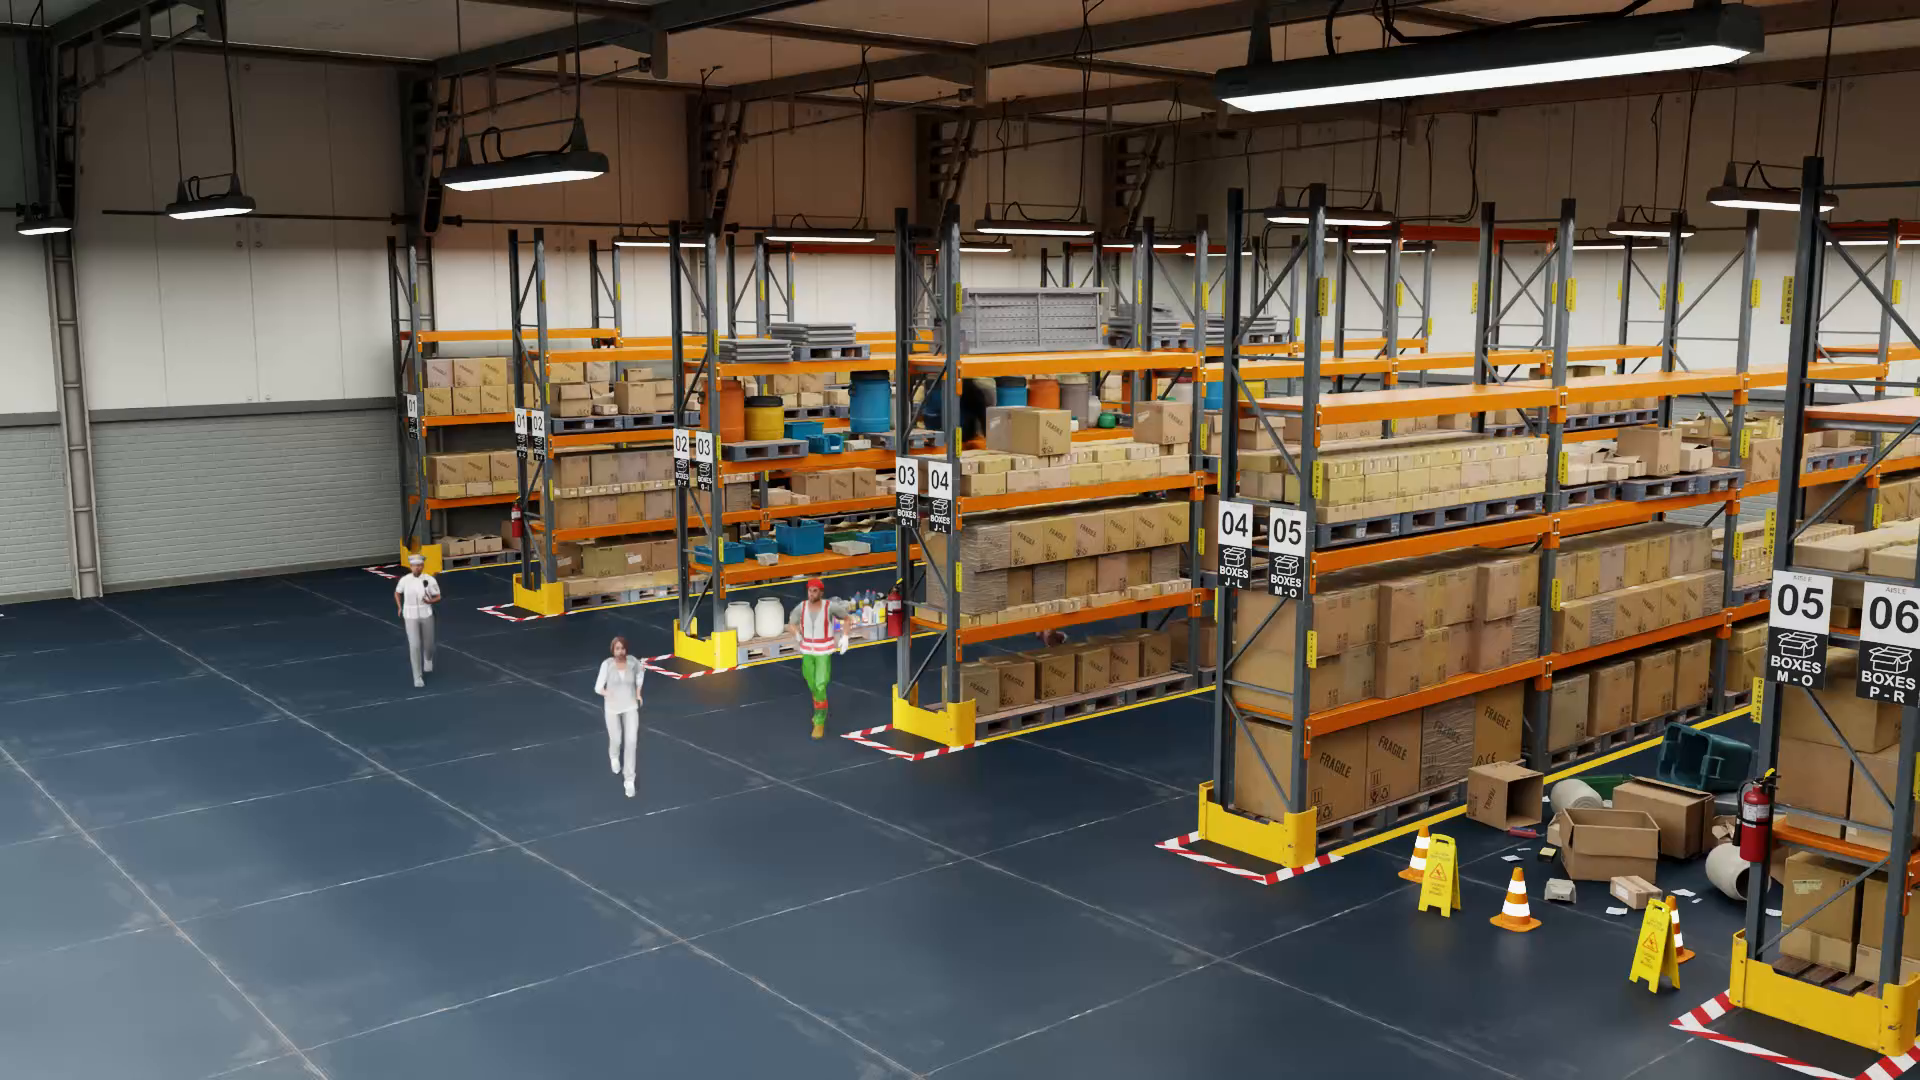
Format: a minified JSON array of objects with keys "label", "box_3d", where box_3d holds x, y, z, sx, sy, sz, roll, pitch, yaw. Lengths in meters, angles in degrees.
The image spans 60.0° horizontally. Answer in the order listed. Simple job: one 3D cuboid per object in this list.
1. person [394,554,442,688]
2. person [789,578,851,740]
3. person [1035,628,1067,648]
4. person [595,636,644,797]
[{"label":"person","box_3d":[-7.035,1.005,21.624,0.581,1.676,0.932,-3,9,-19]},{"label":"person","box_3d":[-1.637,1.342,19.257,0.682,1.855,0.788,2,9,15]},{"label":"person","box_3d":[1.291,0.916,22.518,0.584,1.595,0.571,-8,12,-41]},{"label":"person","box_3d":[-3.499,1.772,17.155,0.516,1.576,0.842,-3,9,-16]}]
